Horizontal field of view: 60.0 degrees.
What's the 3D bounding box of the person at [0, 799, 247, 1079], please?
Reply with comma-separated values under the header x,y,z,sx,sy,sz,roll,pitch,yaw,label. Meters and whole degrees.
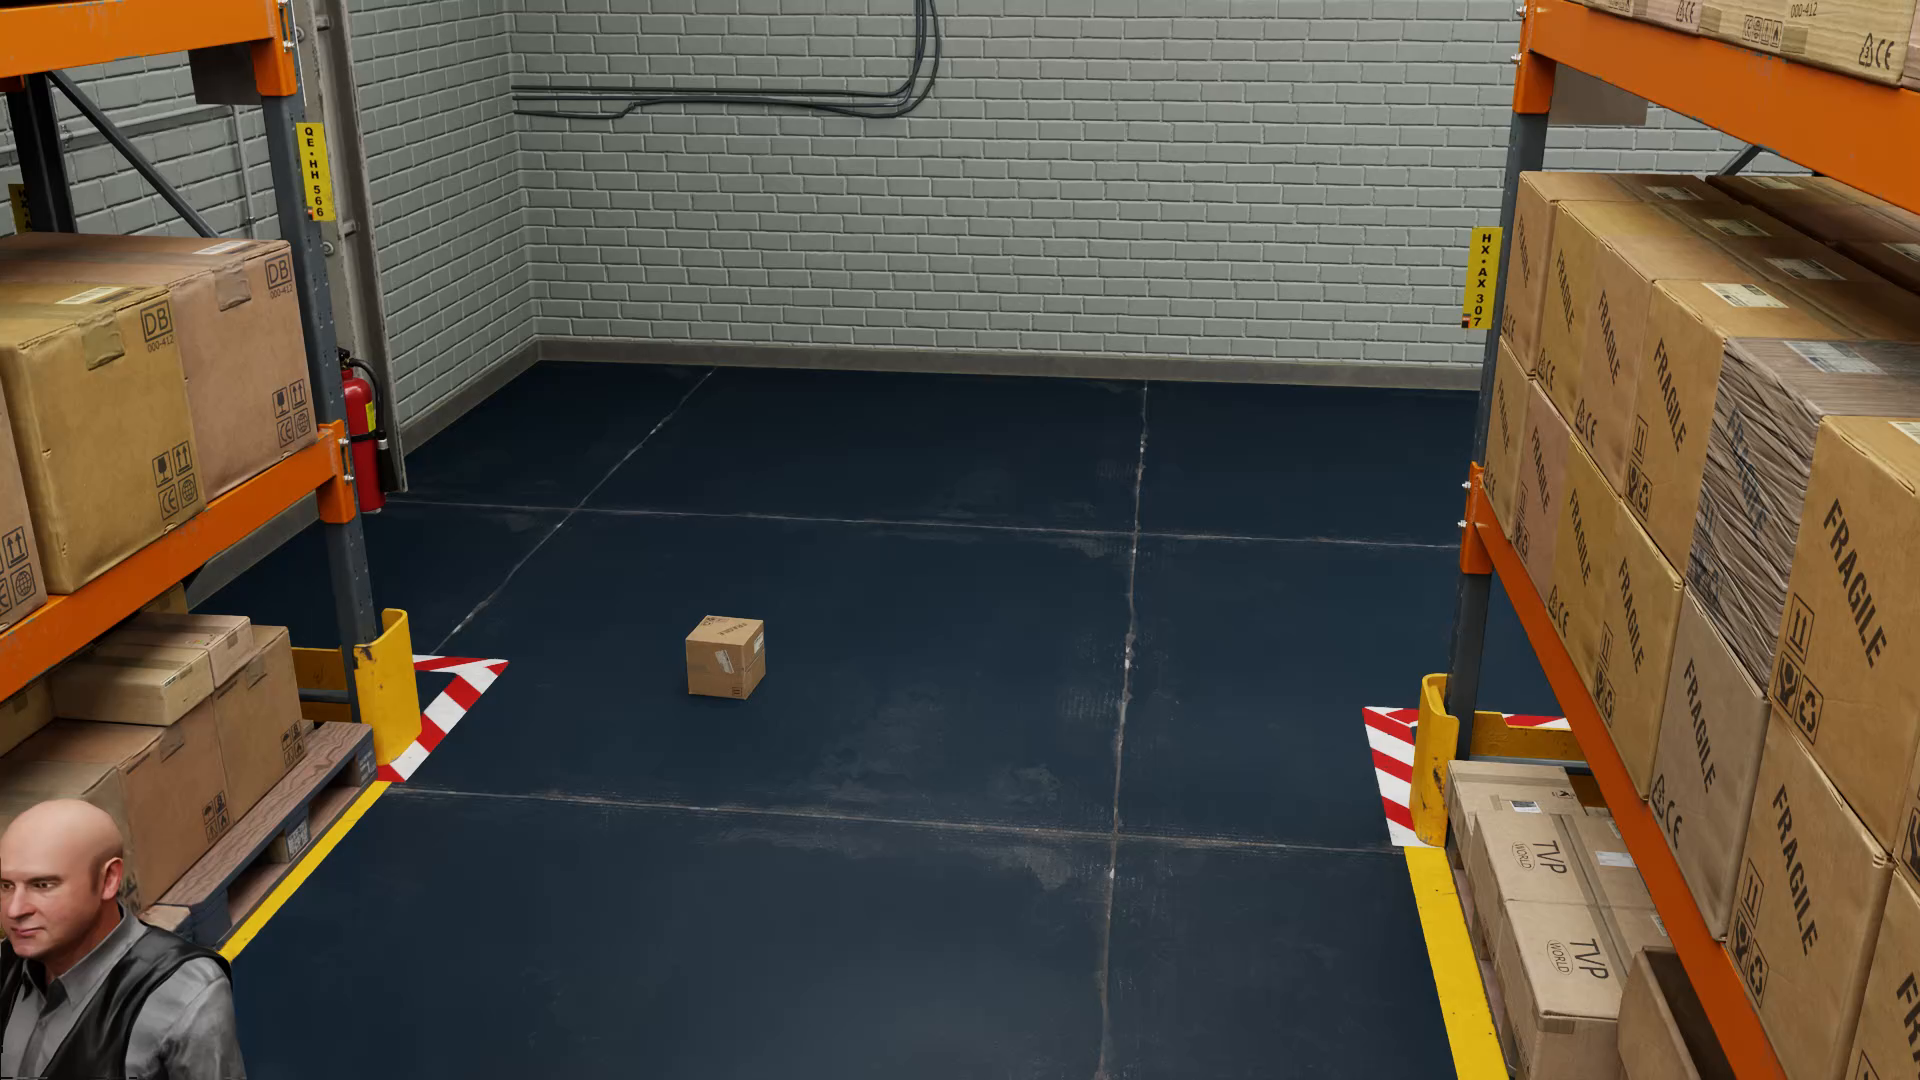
x,y,z,sx,sy,sz,roll,pitch,yaw,label
-1.427,1.225,2.927,0.544,1.691,0.923,5,22,12,person
